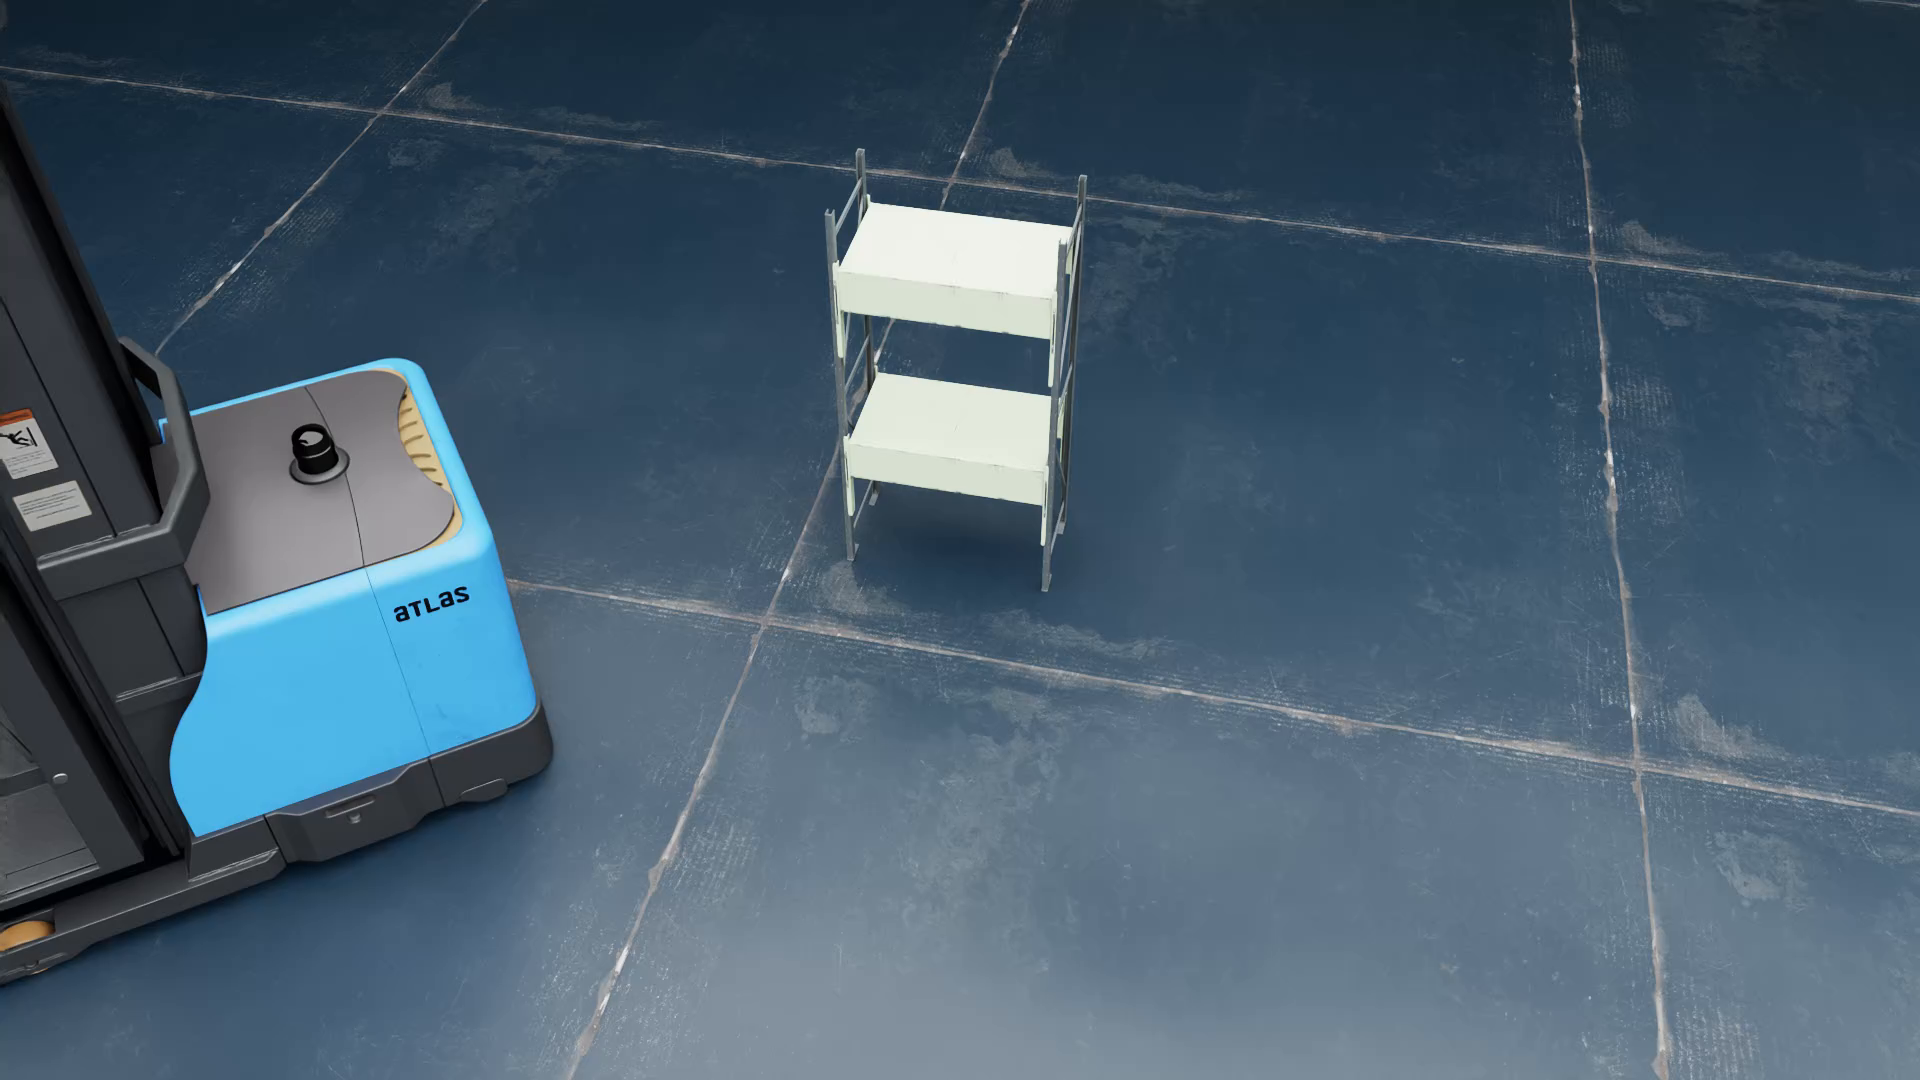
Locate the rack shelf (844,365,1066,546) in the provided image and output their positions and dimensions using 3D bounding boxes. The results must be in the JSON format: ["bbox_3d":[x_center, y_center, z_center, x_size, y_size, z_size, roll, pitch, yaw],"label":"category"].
[{"bbox_3d":[-0.007,-0.306,5.957,0.720,0.370,0.431,9,45,9],"label":"rack shelf"}]

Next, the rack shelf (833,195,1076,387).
[{"bbox_3d":[-0.007,-0.823,5.460,0.720,0.370,0.431,9,45,9],"label":"rack shelf"}]

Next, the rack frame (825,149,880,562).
[{"bbox_3d":[-0.364,-0.597,5.789,0.023,1.500,0.400,9,45,9],"label":"rack frame"}]

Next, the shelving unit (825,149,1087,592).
[{"bbox_3d":[-0.007,-0.541,5.731,0.755,1.500,0.431,9,45,9],"label":"shelving unit"}]

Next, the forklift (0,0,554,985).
[{"bbox_3d":[-2.880,-0.135,4.276,3.031,2.935,1.130,-19,47,-19],"label":"forklift"}]

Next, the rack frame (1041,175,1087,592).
[{"bbox_3d":[0.351,-0.486,5.673,0.023,1.500,0.400,9,45,9],"label":"rack frame"}]
